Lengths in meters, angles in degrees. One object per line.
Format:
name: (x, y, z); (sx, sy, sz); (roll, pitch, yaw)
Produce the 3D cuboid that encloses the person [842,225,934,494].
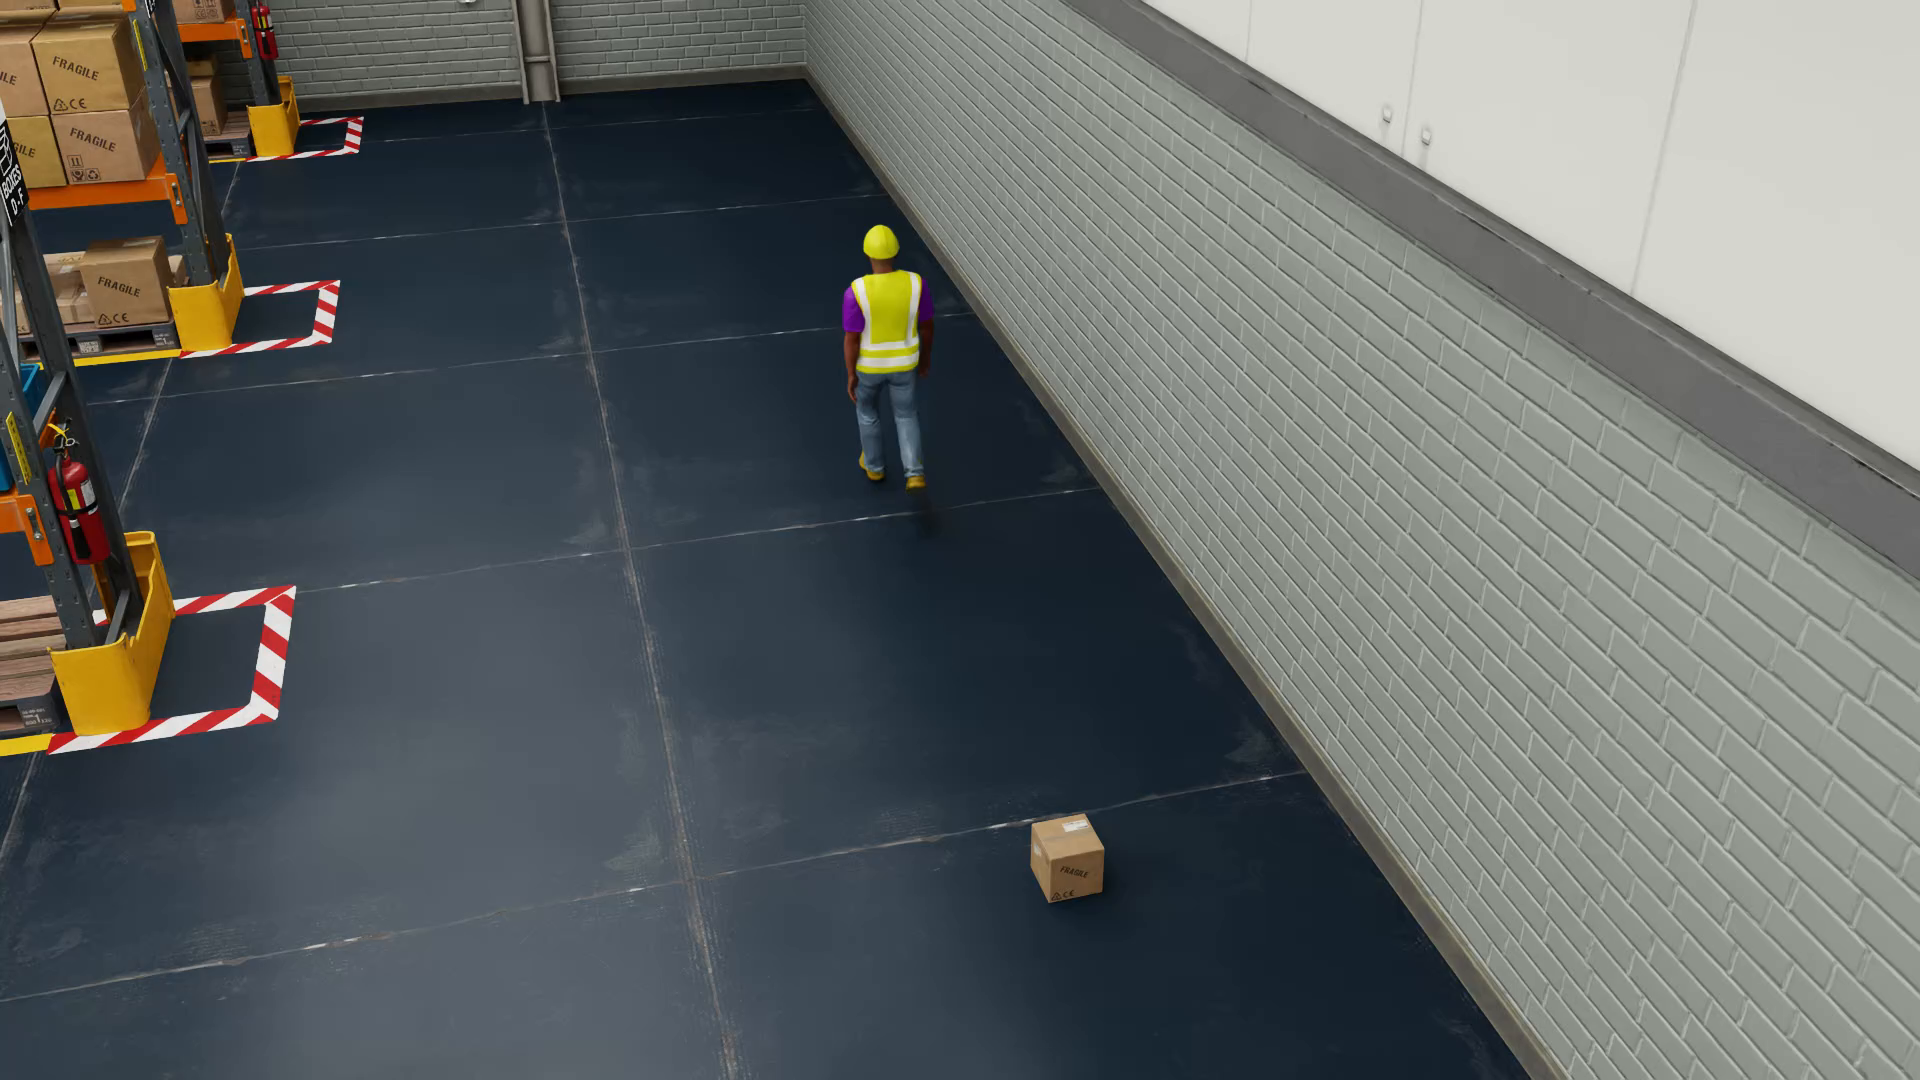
person: (-0.428, -1.070, 10.055); (0.569, 1.741, 0.880); (-7, 31, -12)
